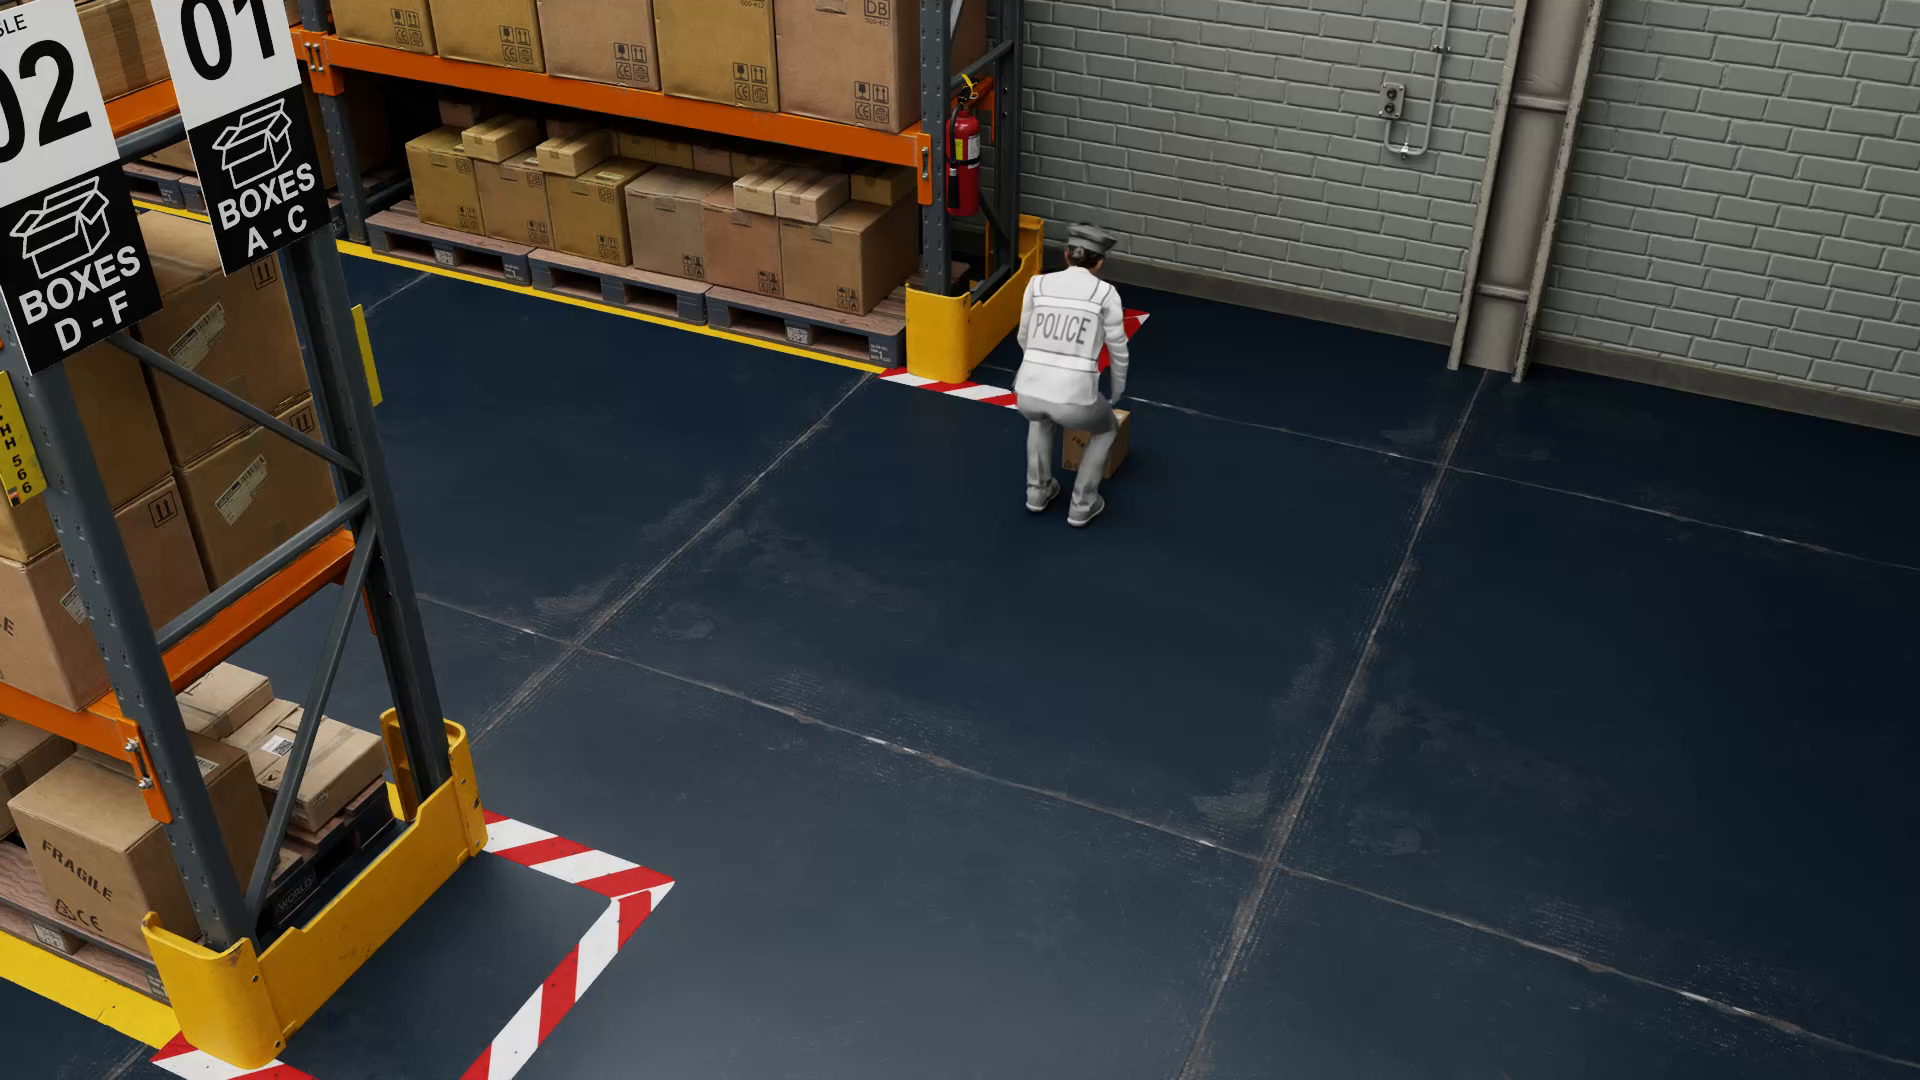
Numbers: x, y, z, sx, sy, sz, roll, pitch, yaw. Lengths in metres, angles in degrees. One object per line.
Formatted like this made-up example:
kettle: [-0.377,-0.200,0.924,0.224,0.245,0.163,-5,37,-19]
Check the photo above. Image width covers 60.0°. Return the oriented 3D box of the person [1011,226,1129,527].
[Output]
person: [0.481,-0.737,7.554,0.534,1.320,0.739,15,37,20]
